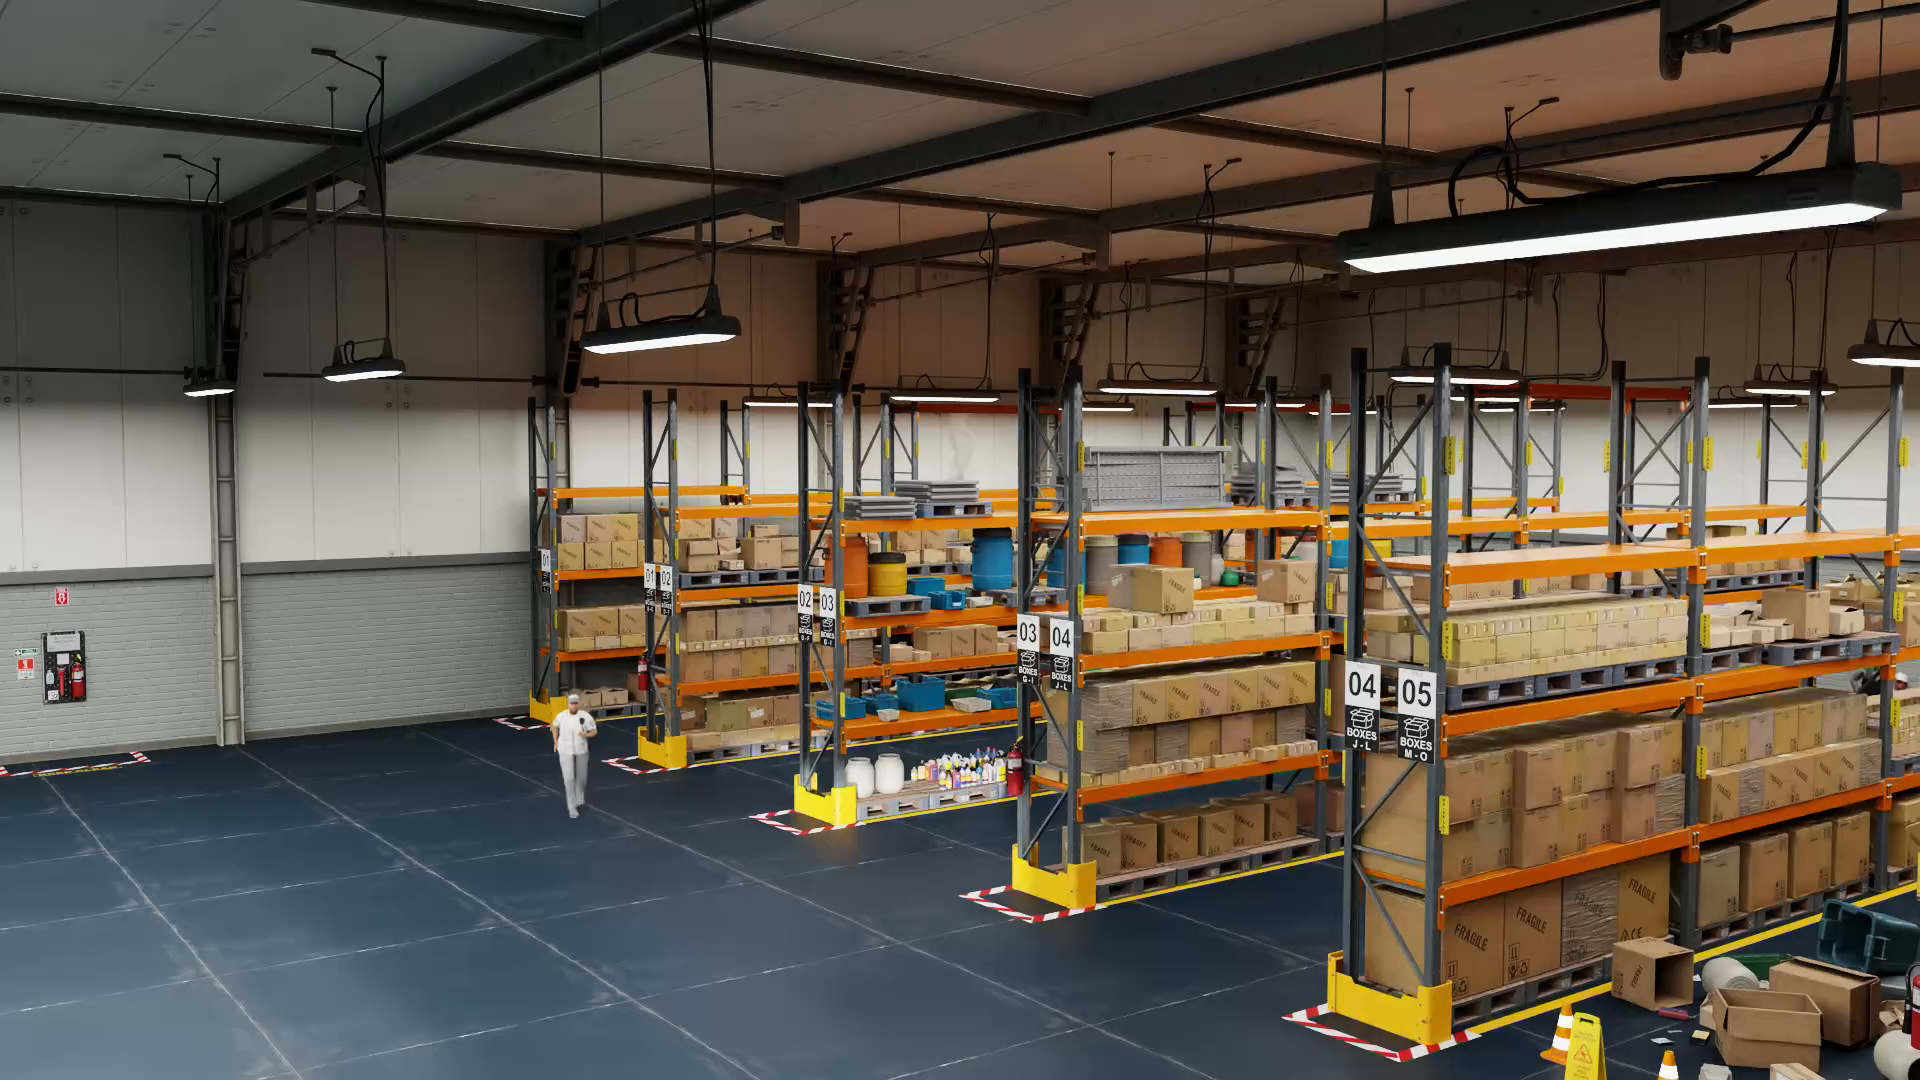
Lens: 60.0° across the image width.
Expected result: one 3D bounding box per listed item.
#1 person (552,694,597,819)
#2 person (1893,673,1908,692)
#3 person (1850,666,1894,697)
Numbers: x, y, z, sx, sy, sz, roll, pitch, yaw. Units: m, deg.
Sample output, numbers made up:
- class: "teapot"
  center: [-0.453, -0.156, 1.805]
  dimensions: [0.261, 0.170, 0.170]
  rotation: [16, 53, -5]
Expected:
- class: "person"
  center: [-5.343, 2.952, 23.071]
  dimensions: [0.605, 1.647, 0.936]
  rotation: [-1, 3, -15]
- class: "person"
  center: [13.566, 2.810, 24.079]
  dimensions: [0.984, 1.787, 0.681]
  rotation: [-2, 4, -31]
- class: "person"
  center: [15.097, 2.703, 27.421]
  dimensions: [0.674, 1.726, 0.625]
  rotation: [1, 3, 13]
